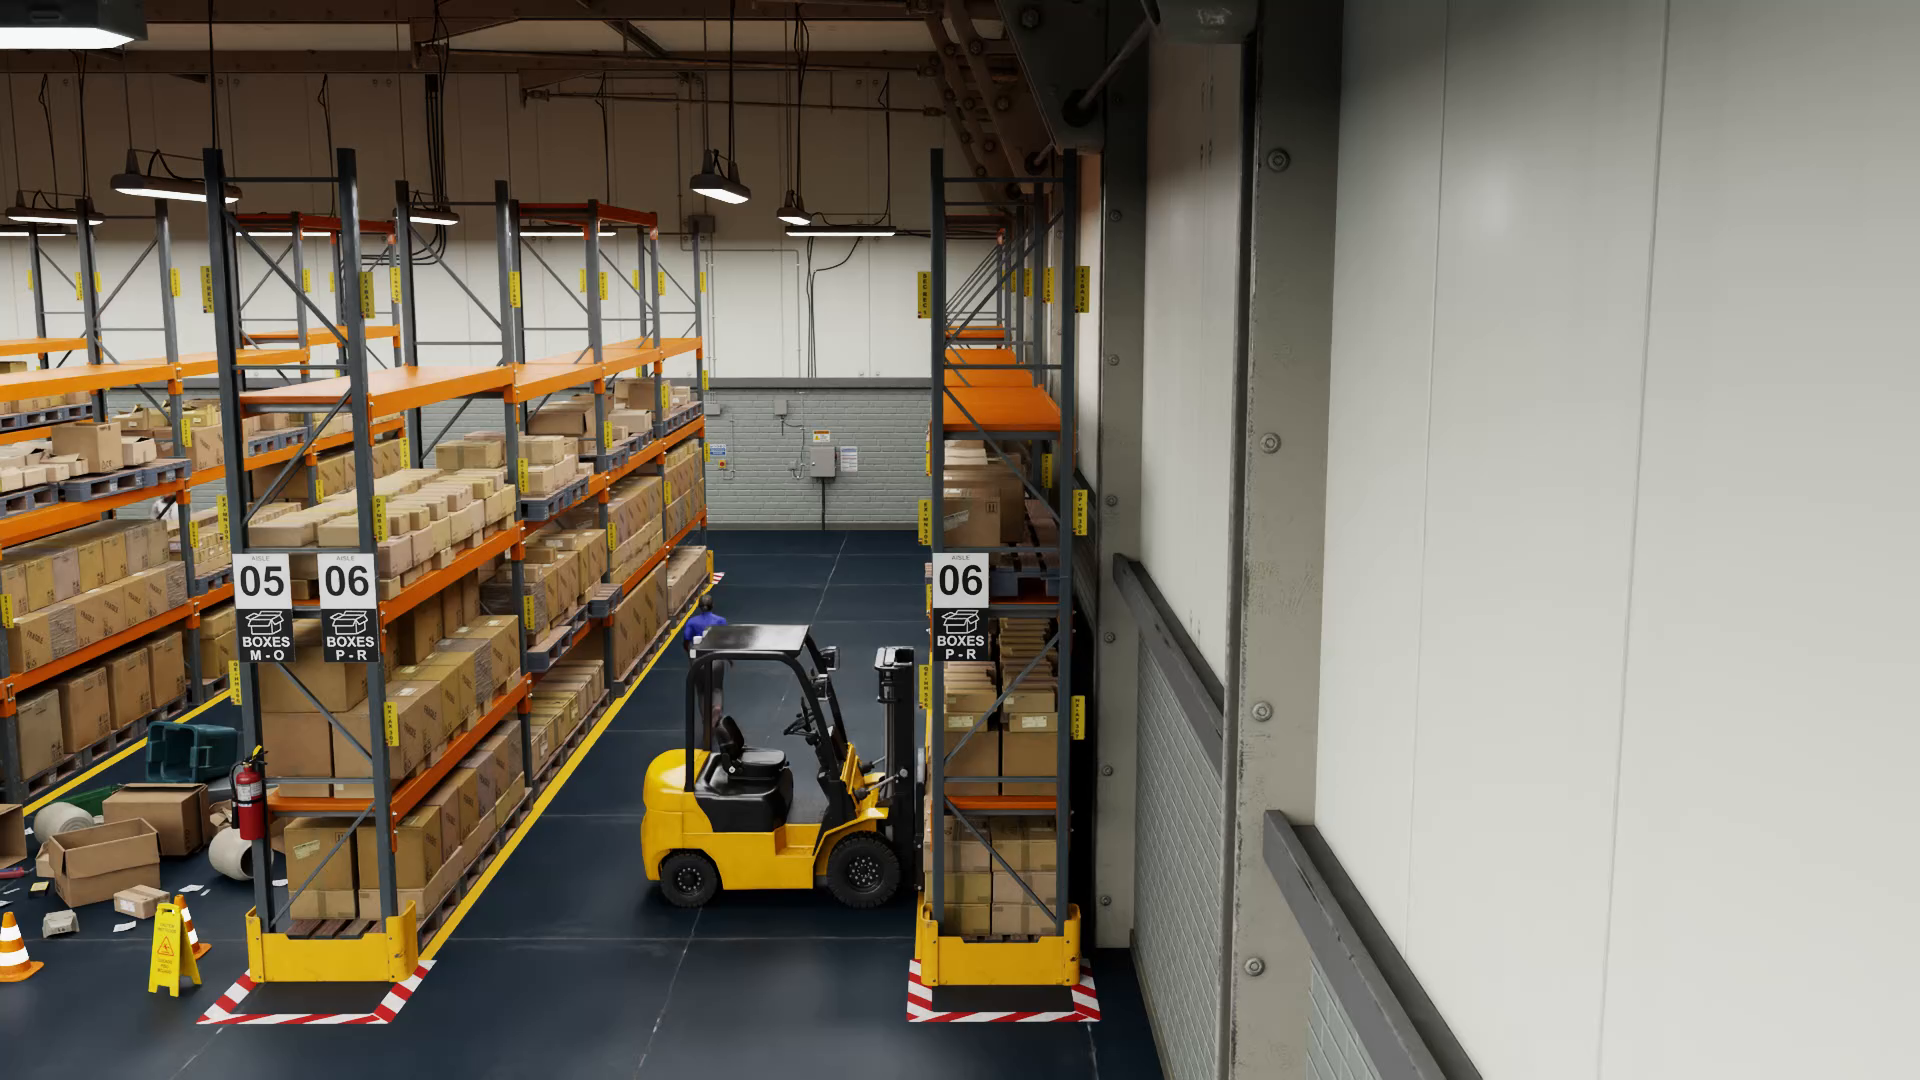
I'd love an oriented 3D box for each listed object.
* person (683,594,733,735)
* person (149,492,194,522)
[{"bbox_3d":[-2.836,1.405,18.758,0.566,1.612,0.590,-1,9,-6],"label":"person"},{"bbox_3d":[-12.957,-0.068,27.339,0.641,1.803,0.873,-2,9,-14],"label":"person"}]
